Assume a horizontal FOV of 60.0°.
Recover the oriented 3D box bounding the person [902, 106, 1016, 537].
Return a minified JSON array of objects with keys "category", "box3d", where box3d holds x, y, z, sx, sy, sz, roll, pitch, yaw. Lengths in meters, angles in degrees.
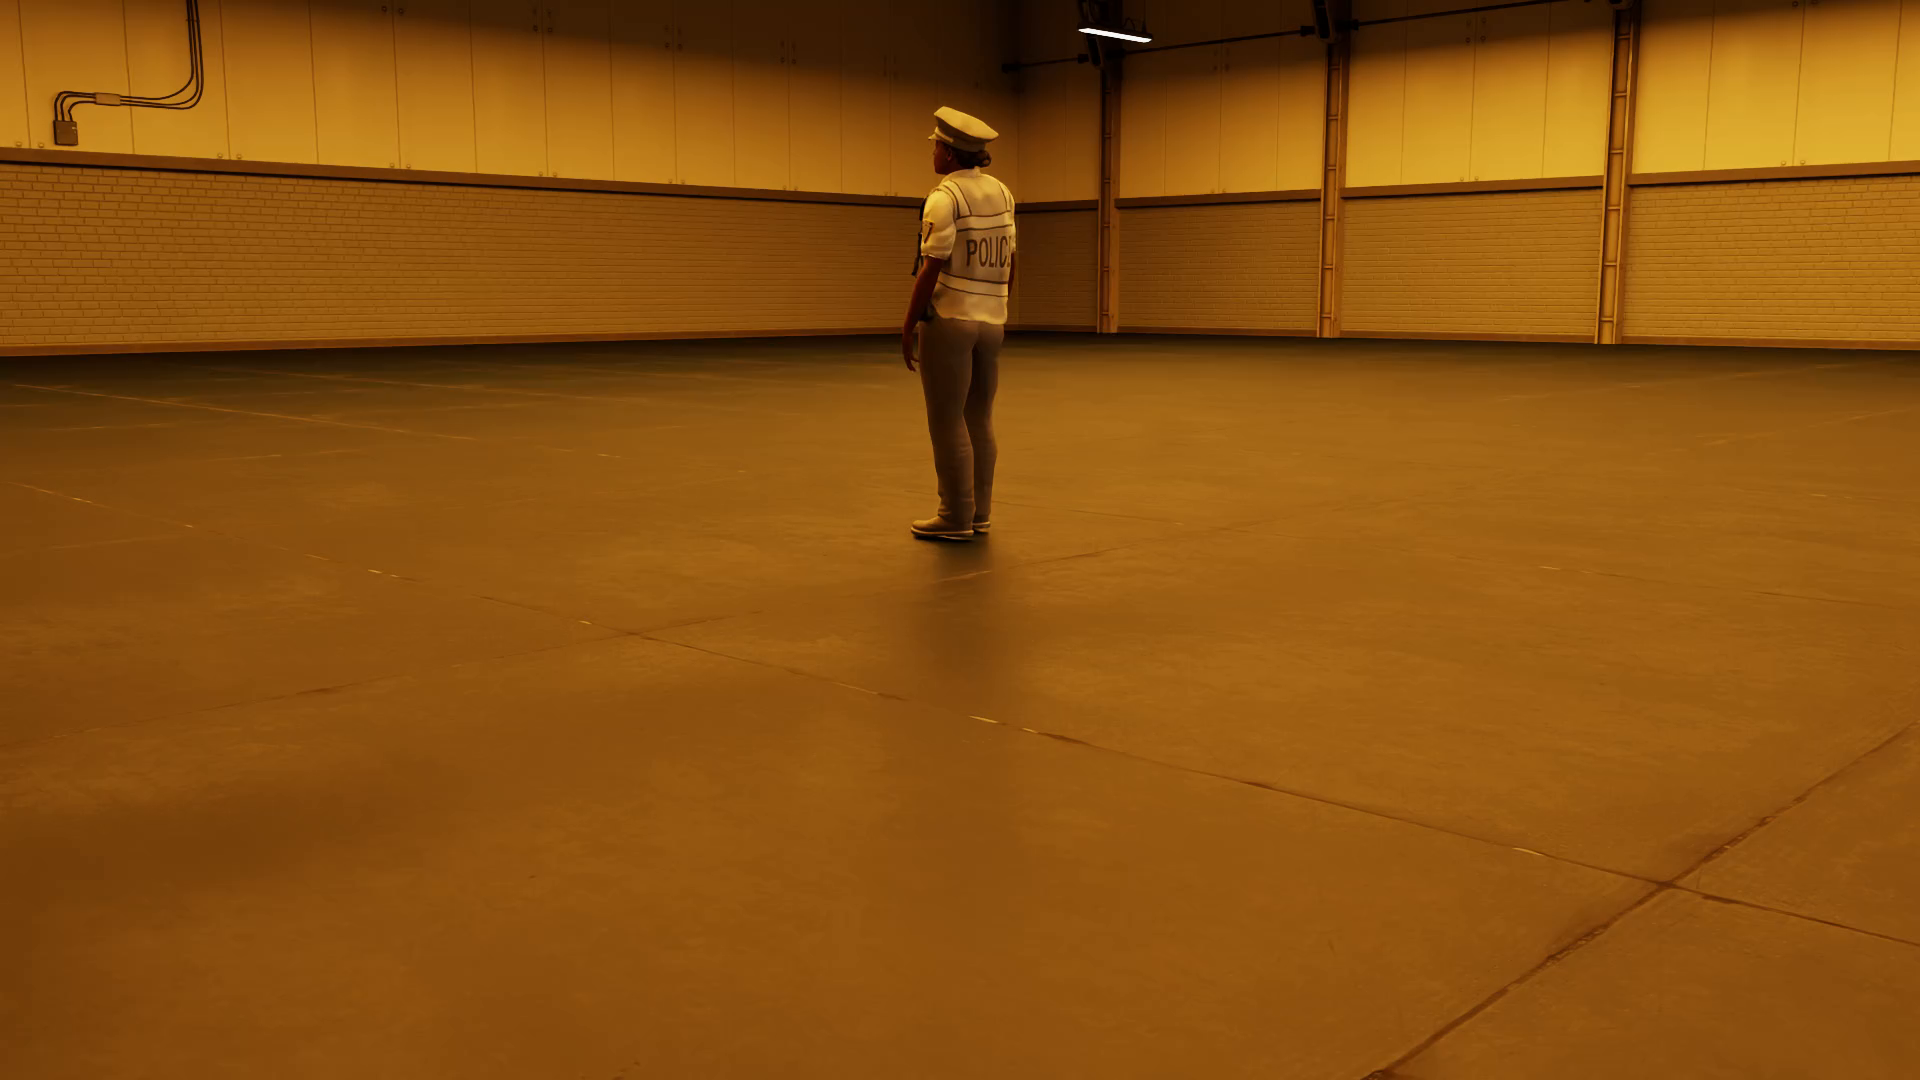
[{"category":"person","box3d":[-0.040,-0.853,6.656,0.530,1.692,0.569,8,12,43]}]
